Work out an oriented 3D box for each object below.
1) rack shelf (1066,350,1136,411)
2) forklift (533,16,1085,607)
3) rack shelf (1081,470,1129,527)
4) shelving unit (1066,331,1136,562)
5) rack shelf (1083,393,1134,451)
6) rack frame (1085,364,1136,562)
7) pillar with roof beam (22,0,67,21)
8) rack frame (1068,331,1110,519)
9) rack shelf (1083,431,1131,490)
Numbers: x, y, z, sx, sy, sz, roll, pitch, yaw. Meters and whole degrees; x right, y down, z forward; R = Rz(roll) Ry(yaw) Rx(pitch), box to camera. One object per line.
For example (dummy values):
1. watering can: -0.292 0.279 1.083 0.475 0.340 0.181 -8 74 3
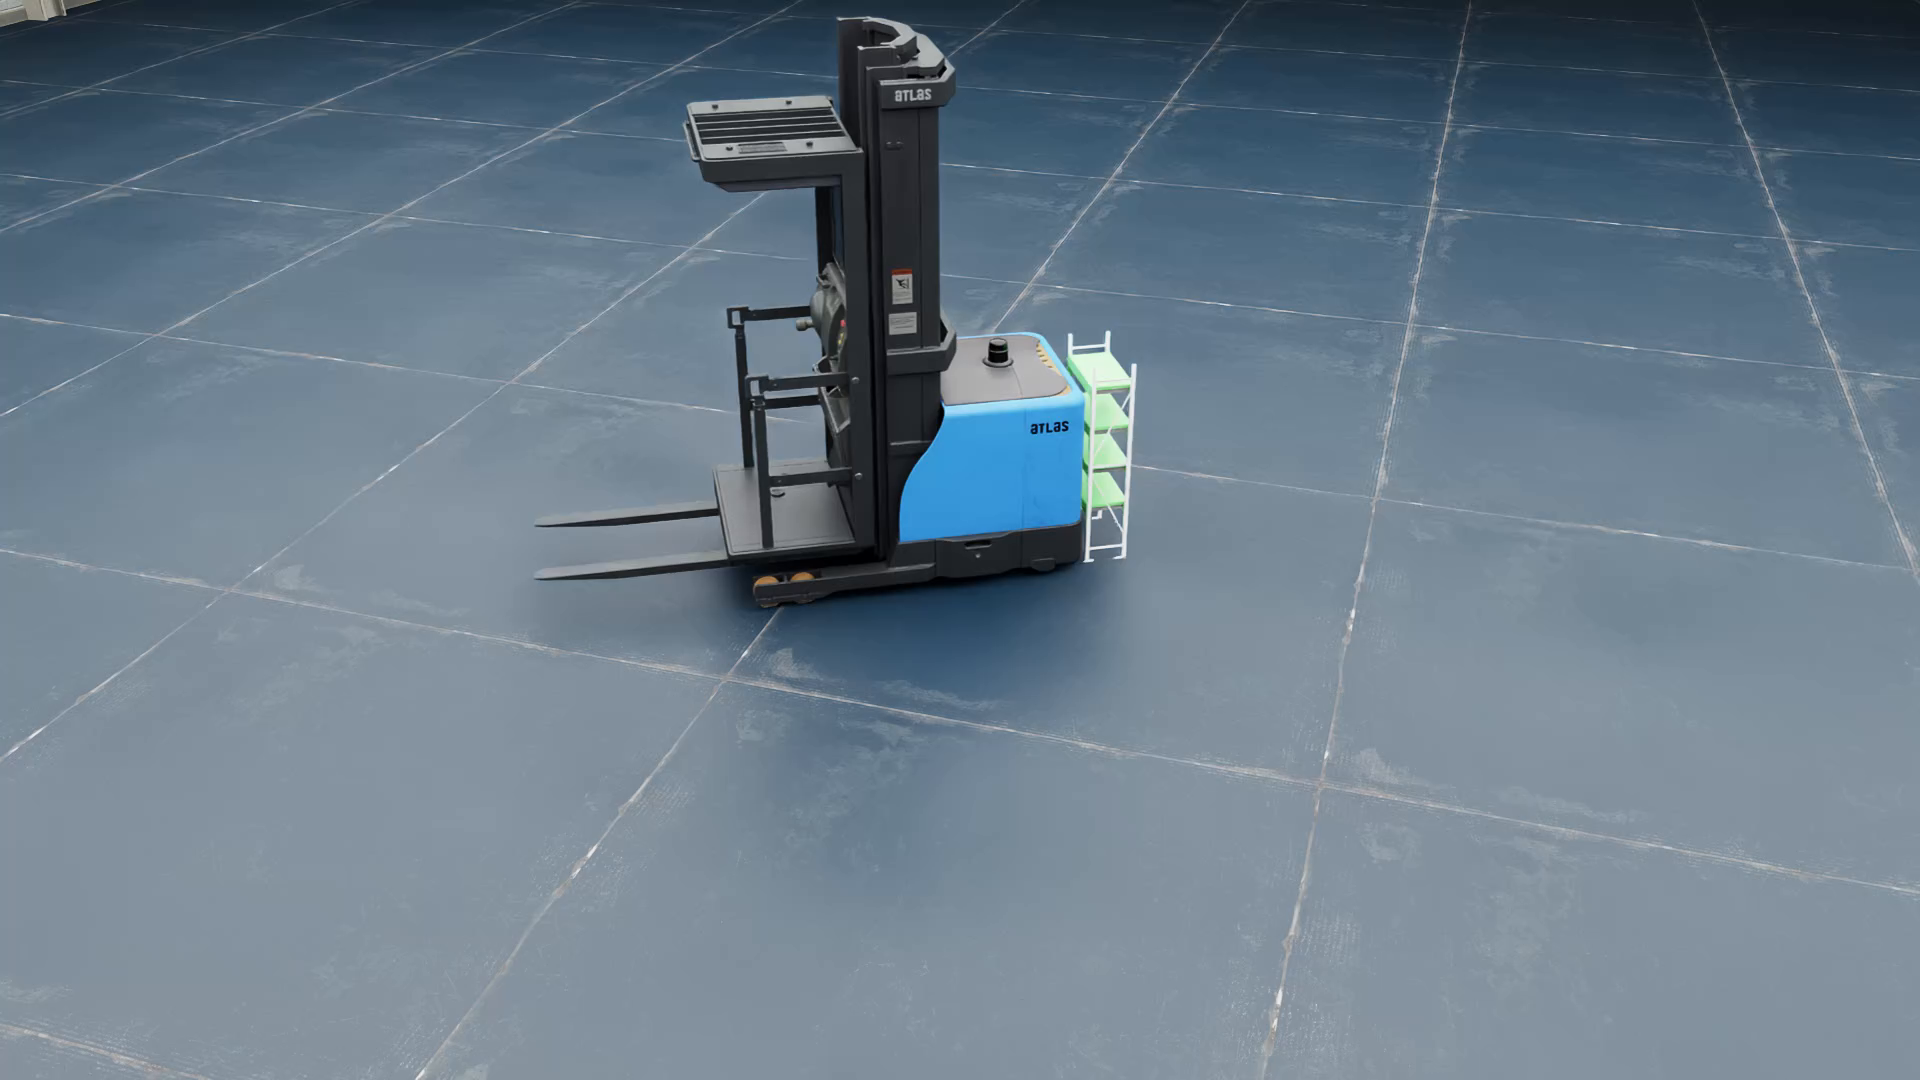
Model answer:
1. rack shelf: 0.782 -0.892 9.263 0.258 0.148 0.480 -6 30 -11
2. forklift: -0.879 -1.194 8.882 3.031 2.935 1.130 -6 30 -11
3. rack shelf: 0.782 -0.263 9.613 0.258 0.148 0.480 -6 30 -11
4. shelving unit: 0.782 -0.528 9.466 0.258 1.200 0.503 -6 30 -11
5. rack shelf: 0.782 -0.682 9.380 0.258 0.148 0.480 -6 30 -11
6. rack frame: 0.834 -0.412 9.257 0.240 1.200 0.015 -6 30 -11
7. pillar with roof beam: -8.200 -10.369 19.134 9.100 9.000 0.400 8 30 15
8. rack frame: 0.730 -0.644 9.674 0.240 1.200 0.015 -6 30 -11
9. rack shelf: 0.782 -0.472 9.497 0.258 0.148 0.480 -6 30 -11
